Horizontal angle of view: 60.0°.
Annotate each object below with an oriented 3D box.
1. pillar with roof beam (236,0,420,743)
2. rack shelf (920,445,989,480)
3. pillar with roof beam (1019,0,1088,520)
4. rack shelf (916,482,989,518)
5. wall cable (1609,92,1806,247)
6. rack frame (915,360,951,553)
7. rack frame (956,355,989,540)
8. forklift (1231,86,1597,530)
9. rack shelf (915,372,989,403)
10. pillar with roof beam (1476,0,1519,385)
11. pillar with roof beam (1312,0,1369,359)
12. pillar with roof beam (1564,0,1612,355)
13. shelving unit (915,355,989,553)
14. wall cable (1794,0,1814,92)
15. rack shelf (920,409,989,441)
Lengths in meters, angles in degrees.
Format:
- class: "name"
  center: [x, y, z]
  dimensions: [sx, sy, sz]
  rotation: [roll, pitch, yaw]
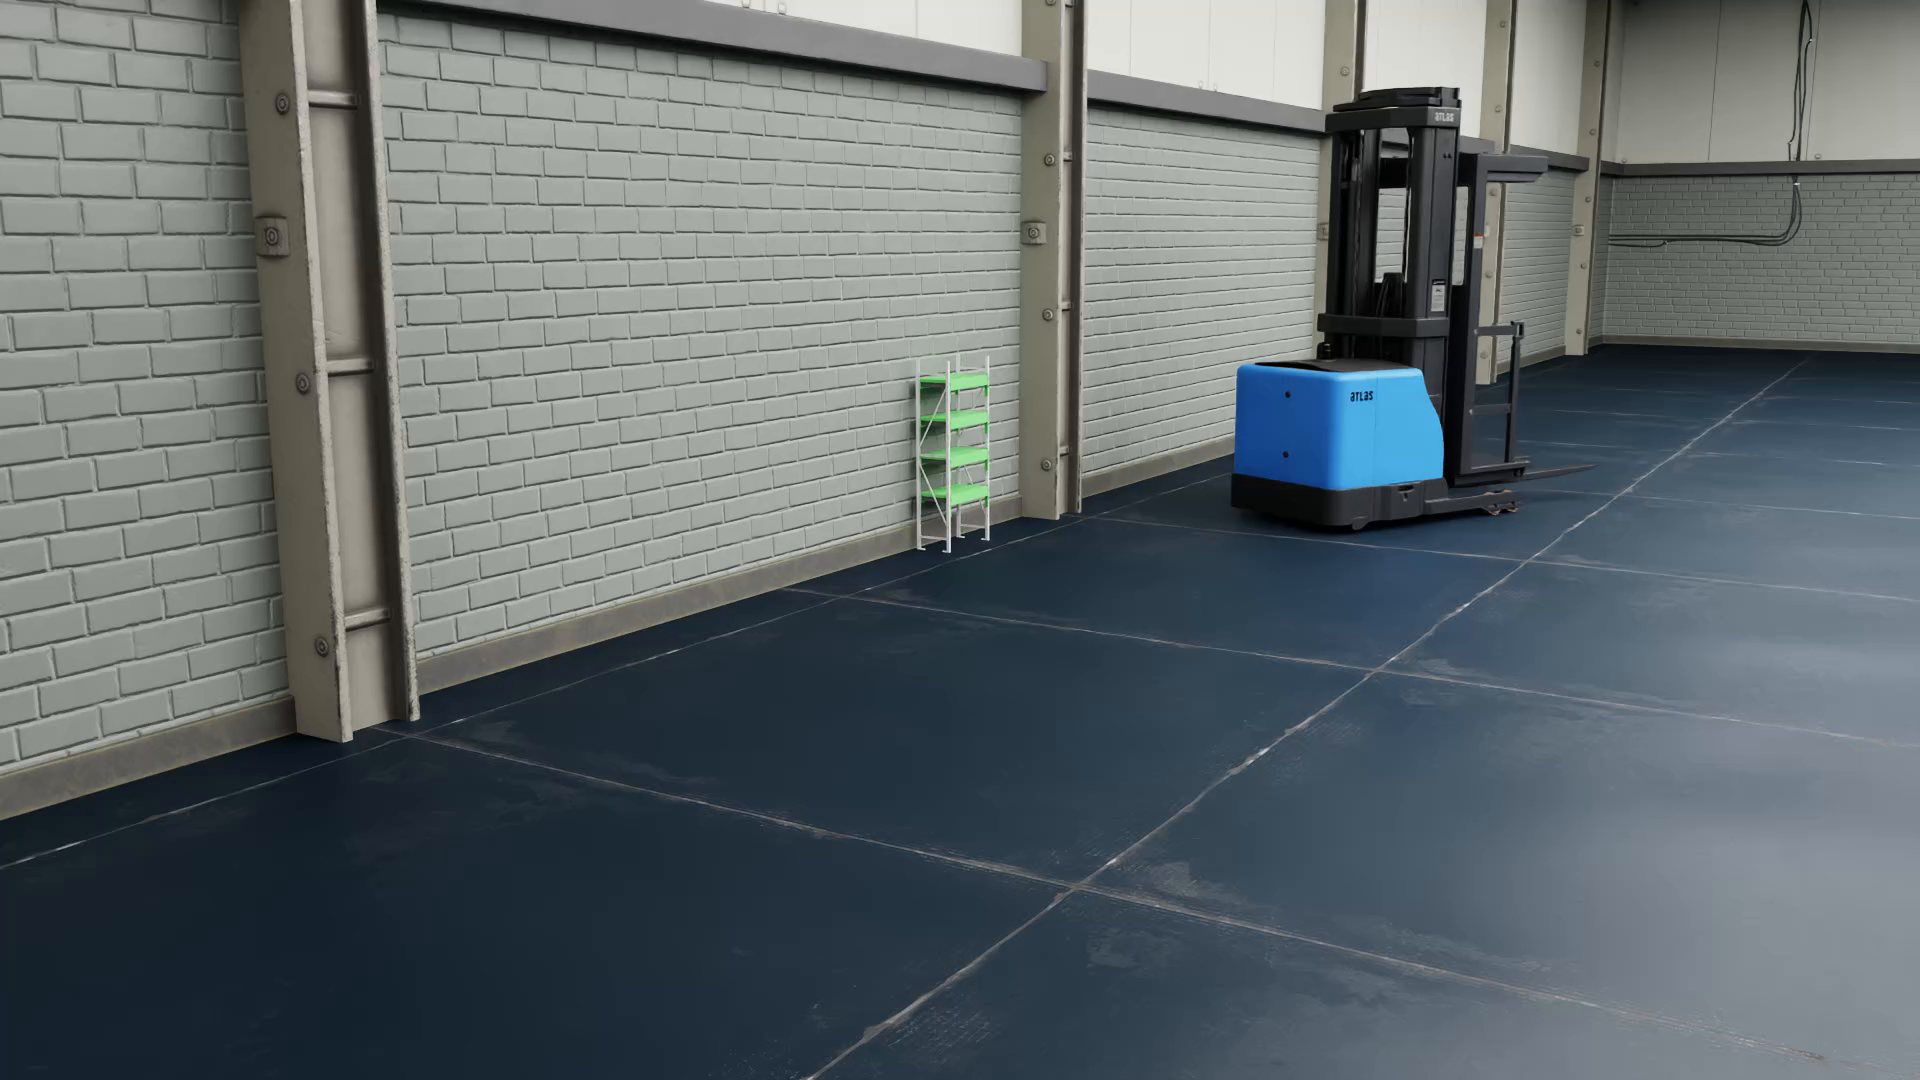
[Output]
- class: "pillar with roof beam"
  center: [1.205, -3.255, 3.801]
  dimensions: [9.100, 9.000, 0.400]
  rotation: [6, 12, 31]
- class: "rack shelf"
  center: [-0.043, -0.497, 10.607]
  dimensions: [0.258, 0.148, 0.480]
  rotation: [6, 12, 30]
- class: "pillar with roof beam"
  center: [4.320, -4.199, 8.841]
  dimensions: [9.100, 9.000, 0.400]
  rotation: [6, 12, 31]
- class: "rack shelf"
  center: [-0.042, -0.261, 10.650]
  dimensions: [0.258, 0.148, 0.480]
  rotation: [6, 12, 30]
- class: "wall cable"
  center: [12.646, -6.251, 28.245]
  dimensions: [3.097, 2.526, 0.112]
  rotation: [6, 12, 31]
- class: "rack frame"
  center: [-0.168, -0.521, 10.389]
  dimensions: [0.240, 1.200, 0.015]
  rotation: [6, 12, 30]
- class: "rack frame"
  center: [0.081, -0.598, 10.801]
  dimensions: [0.240, 1.200, 0.015]
  rotation: [6, 12, 30]
- class: "forklift"
  center: [3.426, -1.689, 11.928]
  dimensions: [3.031, 2.935, 1.130]
  rotation: [-7, 13, -33]
- class: "rack shelf"
  center: [-0.045, -0.969, 10.519]
  dimensions: [0.258, 0.148, 0.480]
  rotation: [6, 12, 30]
- class: "pillar with roof beam"
  center: [10.550, -6.086, 18.922]
  dimensions: [9.100, 9.000, 0.400]
  rotation: [6, 12, 31]
- class: "pillar with roof beam"
  center: [7.435, -5.142, 13.881]
  dimensions: [9.100, 9.000, 0.400]
  rotation: [6, 12, 31]
- class: "pillar with roof beam"
  center: [13.666, -7.029, 23.962]
  dimensions: [9.100, 9.000, 0.400]
  rotation: [6, 12, 31]
- class: "shelving unit"
  center: [-0.044, -0.560, 10.595]
  dimensions: [0.258, 1.200, 0.503]
  rotation: [6, 12, 30]
- class: "wall cable"
  center: [14.958, -8.475, 26.400]
  dimensions: [3.097, 2.526, 0.112]
  rotation: [6, 12, 31]
- class: "rack shelf"
  center: [-0.044, -0.733, 10.563]
  dimensions: [0.258, 0.148, 0.480]
  rotation: [6, 12, 30]
